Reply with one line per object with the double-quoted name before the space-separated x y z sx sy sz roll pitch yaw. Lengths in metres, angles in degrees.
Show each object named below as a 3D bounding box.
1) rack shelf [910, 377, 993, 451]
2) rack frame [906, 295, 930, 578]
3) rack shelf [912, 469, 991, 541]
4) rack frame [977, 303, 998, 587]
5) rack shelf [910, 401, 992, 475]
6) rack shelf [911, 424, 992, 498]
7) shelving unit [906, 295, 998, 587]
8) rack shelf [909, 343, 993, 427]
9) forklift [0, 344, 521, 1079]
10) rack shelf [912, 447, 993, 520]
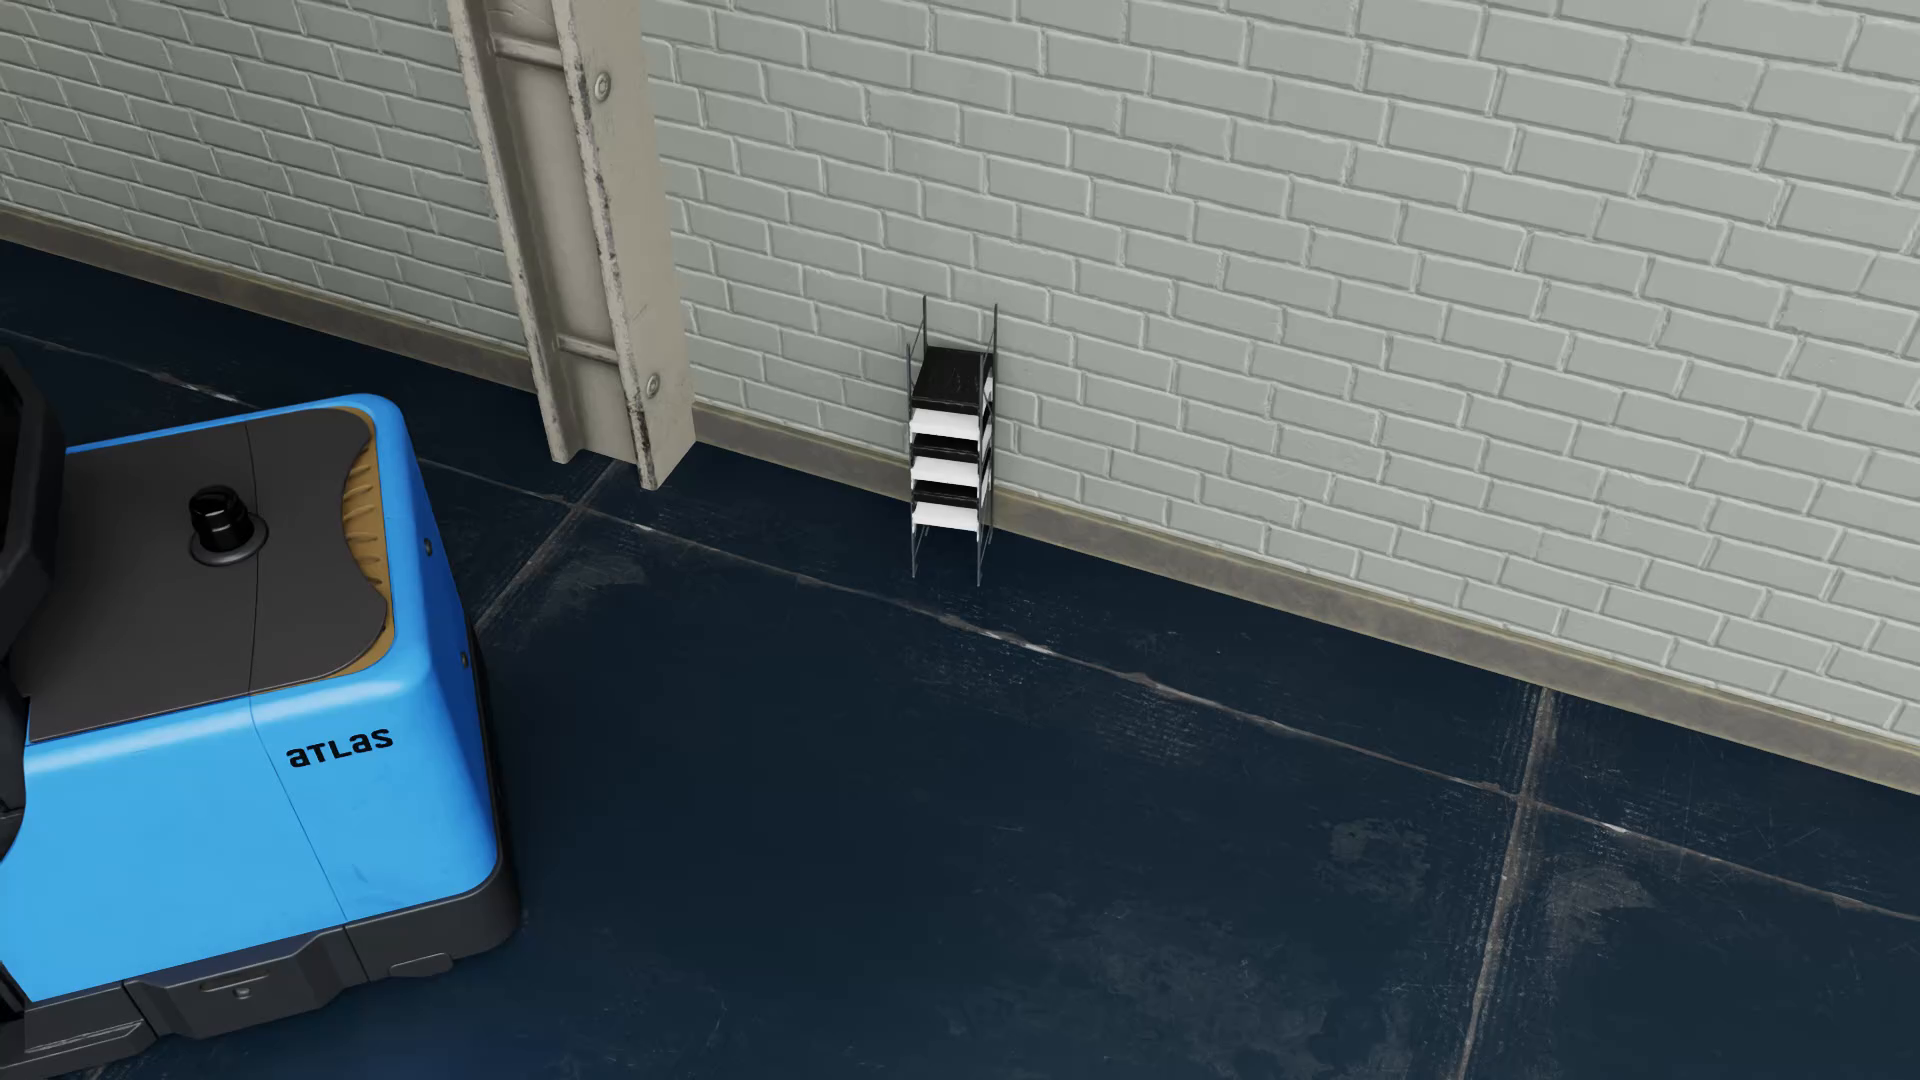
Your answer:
"rack shelf" -0.021 -0.377 4.783 0.200 0.077 0.258 8 45 8
"rack frame" -0.121 -0.286 4.900 0.006 0.900 0.240 8 45 8
"rack shelf" -0.021 -0.121 5.036 0.200 0.077 0.258 8 45 8
"rack frame" 0.079 -0.259 4.872 0.006 0.900 0.240 8 45 8
"rack shelf" -0.021 -0.313 4.846 0.200 0.077 0.258 8 45 8
"rack shelf" -0.021 -0.249 4.909 0.200 0.077 0.258 8 45 8
"shelving unit" -0.021 -0.273 4.886 0.210 0.900 0.258 8 45 8
"rack shelf" -0.020 -0.440 4.719 0.200 0.077 0.258 8 45 8
"forklift" -2.683 -0.021 3.193 3.031 2.935 1.130 -13 46 -12
"rack shelf" -0.021 -0.185 4.973 0.200 0.077 0.258 8 45 8
